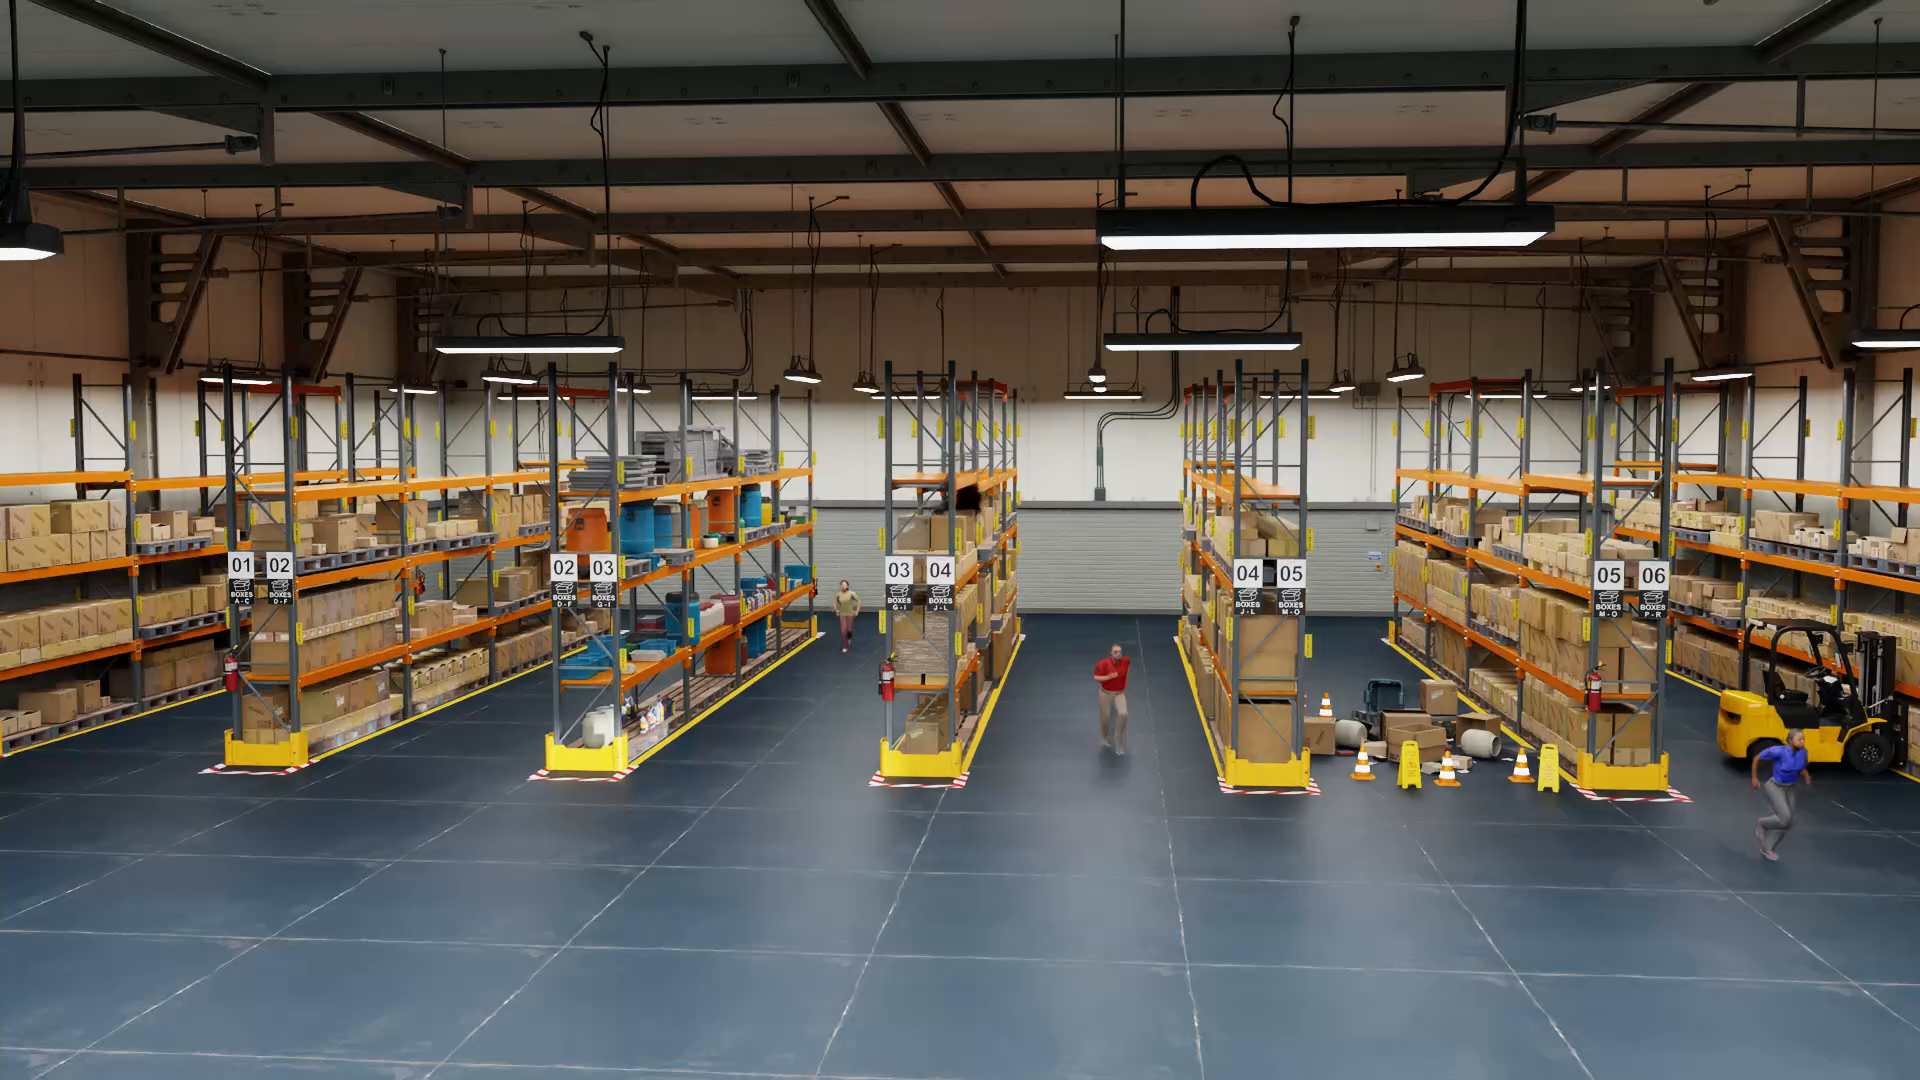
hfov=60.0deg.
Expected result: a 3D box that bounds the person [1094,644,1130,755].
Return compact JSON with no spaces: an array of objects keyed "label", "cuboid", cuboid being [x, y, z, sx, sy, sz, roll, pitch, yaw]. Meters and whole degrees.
[{"label":"person","cuboid":[2.366,2.465,25.926,0.649,1.733,0.959,-1,4,-8]}]

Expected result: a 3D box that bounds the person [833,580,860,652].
[{"label":"person","cuboid":[-2.573,1.717,37.653,0.606,1.633,0.612,0,4,5]}]

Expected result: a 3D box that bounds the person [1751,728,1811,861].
[{"label":"person","cuboid":[9.591,2.955,19.343,0.561,1.582,0.675,-1,4,-19]}]
